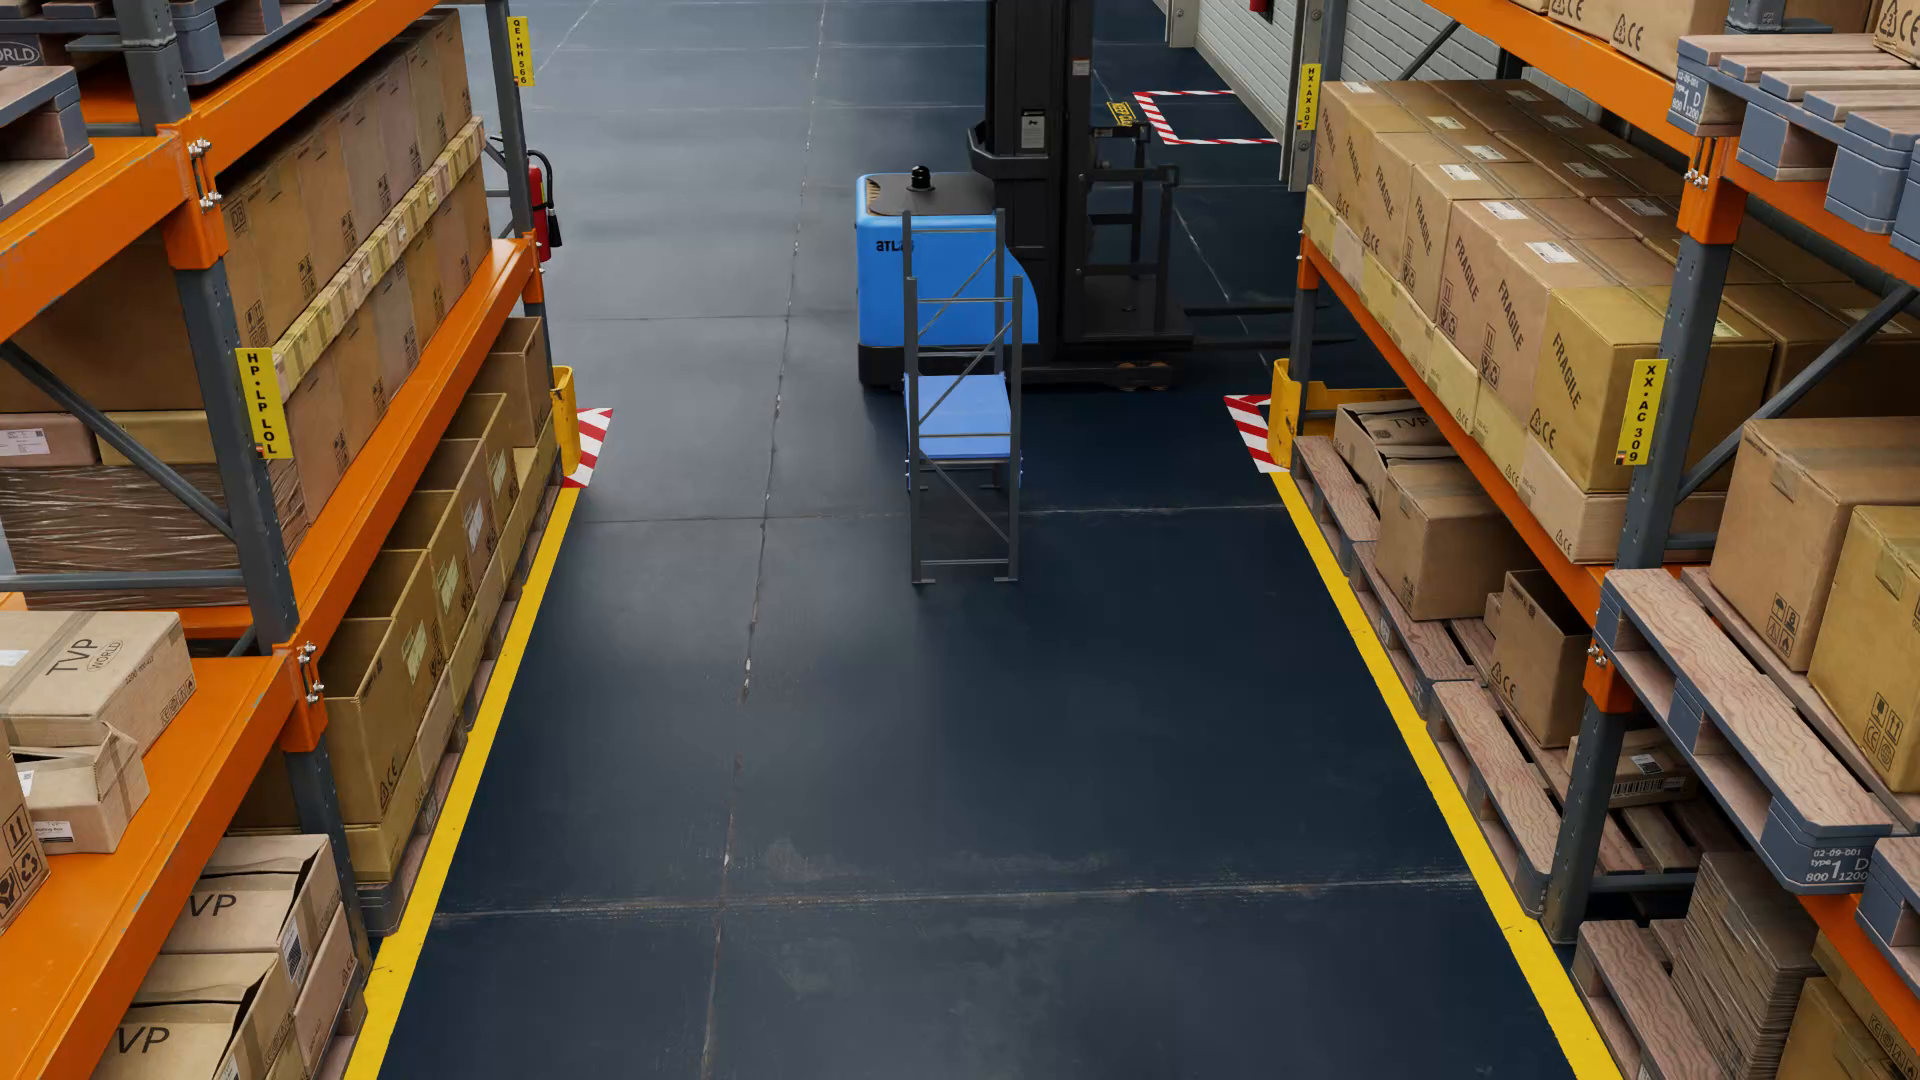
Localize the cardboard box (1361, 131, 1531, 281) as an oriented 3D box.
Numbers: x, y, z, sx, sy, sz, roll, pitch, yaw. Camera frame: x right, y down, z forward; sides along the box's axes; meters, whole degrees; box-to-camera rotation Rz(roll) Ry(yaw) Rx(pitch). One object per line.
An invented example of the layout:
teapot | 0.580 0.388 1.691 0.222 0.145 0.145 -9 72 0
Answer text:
cardboard box | 2.050 -1.424 7.067 0.500 0.500 0.500 -2 28 -4

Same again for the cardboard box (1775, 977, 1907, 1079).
cardboard box | 2.630 1.493 4.371 0.700 0.500 0.500 -2 28 -4

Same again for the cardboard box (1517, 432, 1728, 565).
cardboard box | 2.170 -0.151 5.436 0.500 0.250 0.500 -1 28 -3

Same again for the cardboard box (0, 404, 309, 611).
cardboard box | -2.478 -0.125 5.138 0.700 0.500 0.500 -2 28 -4

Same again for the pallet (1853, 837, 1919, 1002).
pallet | 2.562 1.022 3.254 1.003 0.211 1.213 -1 28 -3

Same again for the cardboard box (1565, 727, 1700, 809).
cardboard box | 2.440 0.818 6.027 0.380 0.166 0.250 -5 28 -9

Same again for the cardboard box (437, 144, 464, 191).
cardboard box | -2.419 -1.644 7.349 0.380 0.149 0.250 -2 28 -3

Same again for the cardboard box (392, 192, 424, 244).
cardboard box | -2.379 -1.285 6.661 0.380 0.149 0.250 -1 28 -1

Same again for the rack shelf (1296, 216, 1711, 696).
rack shelf | 2.393 -0.602 6.938 1.077 0.370 4.000 -1 28 -3

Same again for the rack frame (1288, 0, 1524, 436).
rack frame | 2.289 -1.844 8.543 1.000 3.000 0.127 -1 28 -3

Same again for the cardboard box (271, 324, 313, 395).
cardboard box | -2.298 -0.572 5.293 0.380 0.149 0.250 -2 28 -4

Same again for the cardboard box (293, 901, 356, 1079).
cardboard box | -2.138 1.342 4.953 0.500 0.250 0.500 -2 28 -3

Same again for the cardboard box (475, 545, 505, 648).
cardboard box | -2.244 0.243 7.060 0.500 0.250 0.500 -1 28 -3

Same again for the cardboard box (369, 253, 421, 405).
cardboard box | -2.563 -0.837 6.502 0.700 0.500 0.500 -1 28 -1

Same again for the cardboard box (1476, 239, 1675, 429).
cardboard box | 2.132 -0.713 5.703 0.500 0.500 0.500 -2 28 -3

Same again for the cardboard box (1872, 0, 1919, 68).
cardboard box | 2.446 -1.303 3.699 0.500 0.500 0.500 2 28 5

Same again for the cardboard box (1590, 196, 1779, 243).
cardboard box | 2.638 -0.963 6.183 0.500 0.500 0.500 -1 28 -1

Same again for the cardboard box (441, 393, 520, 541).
cardboard box | -2.266 -0.321 7.329 0.500 0.500 0.500 -1 28 -3

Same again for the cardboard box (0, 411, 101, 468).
cardboard box | -2.677 -0.328 4.826 0.380 0.149 0.250 -1 28 -3

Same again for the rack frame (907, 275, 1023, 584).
rack frame | 0.022 -0.470 7.529 0.500 1.500 0.032 -1 28 -3

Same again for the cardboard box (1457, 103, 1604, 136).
cardboard box | 2.542 -1.674 7.546 0.500 0.500 0.500 -1 28 -2

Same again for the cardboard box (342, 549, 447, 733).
cardboard box | -2.195 0.372 6.001 0.500 0.500 0.500 -1 28 -3

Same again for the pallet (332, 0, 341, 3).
pallet | -2.580 -2.122 5.927 1.003 0.211 1.213 -1 28 -3

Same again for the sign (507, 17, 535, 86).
sign | -2.115 -2.348 8.000 0.100 0.325 0.005 -1 28 -3

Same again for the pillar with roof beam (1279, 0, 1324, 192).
pillar with roof beam | -1.423 -6.869 11.689 9.100 9.000 0.400 -1 28 -3

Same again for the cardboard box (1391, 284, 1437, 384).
cardboard box | 2.083 -0.845 6.768 0.500 0.250 0.500 -1 28 -2

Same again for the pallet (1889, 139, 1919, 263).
pallet | 2.481 -0.477 2.881 1.213 0.211 1.003 -1 28 -3

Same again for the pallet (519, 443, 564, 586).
pallet | -2.576 -0.135 8.280 1.003 0.211 1.213 -1 28 -3

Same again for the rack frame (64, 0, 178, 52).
rack frame | -2.449 -2.536 3.381 1.000 3.000 0.127 -1 28 -3

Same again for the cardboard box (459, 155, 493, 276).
cardboard box | -2.646 -1.551 7.873 0.700 0.500 0.500 -1 28 -3

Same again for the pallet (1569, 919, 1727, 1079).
pallet | 2.540 1.599 4.956 1.003 0.211 1.213 -1 28 -3

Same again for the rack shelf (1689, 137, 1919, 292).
rack shelf | 2.602 -0.085 2.703 1.077 0.370 4.000 -1 28 -3

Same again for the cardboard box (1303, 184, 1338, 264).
cardboard box | 1.997 -1.554 8.126 0.500 0.250 0.500 -2 28 -4

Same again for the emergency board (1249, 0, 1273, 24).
emergency board | 2.785 -5.455 15.465 0.194 1.169 0.643 -1 28 -3

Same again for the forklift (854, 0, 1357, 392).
forklift | 0.882 -2.433 9.745 3.031 2.935 1.130 -2 28 -3

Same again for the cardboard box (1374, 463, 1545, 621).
cardboard box | 2.253 -0.006 7.245 0.700 0.500 0.500 -3 28 -6

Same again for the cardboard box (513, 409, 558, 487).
cardboard box | -2.335 -0.450 8.388 0.500 0.250 0.500 -1 28 -3

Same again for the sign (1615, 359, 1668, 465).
sign | 1.956 -0.364 4.769 0.100 0.325 0.005 -1 28 -3

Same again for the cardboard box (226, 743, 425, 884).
cardboard box | -2.170 0.936 5.732 0.500 0.250 0.500 -1 28 -3

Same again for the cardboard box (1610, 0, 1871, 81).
cardboard box | 2.224 -1.609 4.717 0.500 0.500 0.500 -1 28 -1

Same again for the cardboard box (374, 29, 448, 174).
cardboard box | -2.611 -1.860 7.061 0.700 0.500 0.500 -2 28 -4

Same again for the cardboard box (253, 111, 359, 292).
cardboard box | -2.532 -1.165 5.729 0.700 0.500 0.500 -1 28 -3

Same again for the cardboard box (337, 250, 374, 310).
cardboard box | -2.341 -0.932 5.983 0.380 0.149 0.250 -2 28 -4

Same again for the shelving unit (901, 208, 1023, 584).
shelving unit | -0.004 -0.704 7.979 0.538 1.500 1.048 -1 28 -3

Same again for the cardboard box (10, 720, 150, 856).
cardboard box | -2.220 0.585 4.029 0.396 0.266 0.258 -2 28 -4

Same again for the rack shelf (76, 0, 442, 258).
rack shelf | -2.553 -1.810 6.012 1.077 0.370 4.000 -1 28 -3
